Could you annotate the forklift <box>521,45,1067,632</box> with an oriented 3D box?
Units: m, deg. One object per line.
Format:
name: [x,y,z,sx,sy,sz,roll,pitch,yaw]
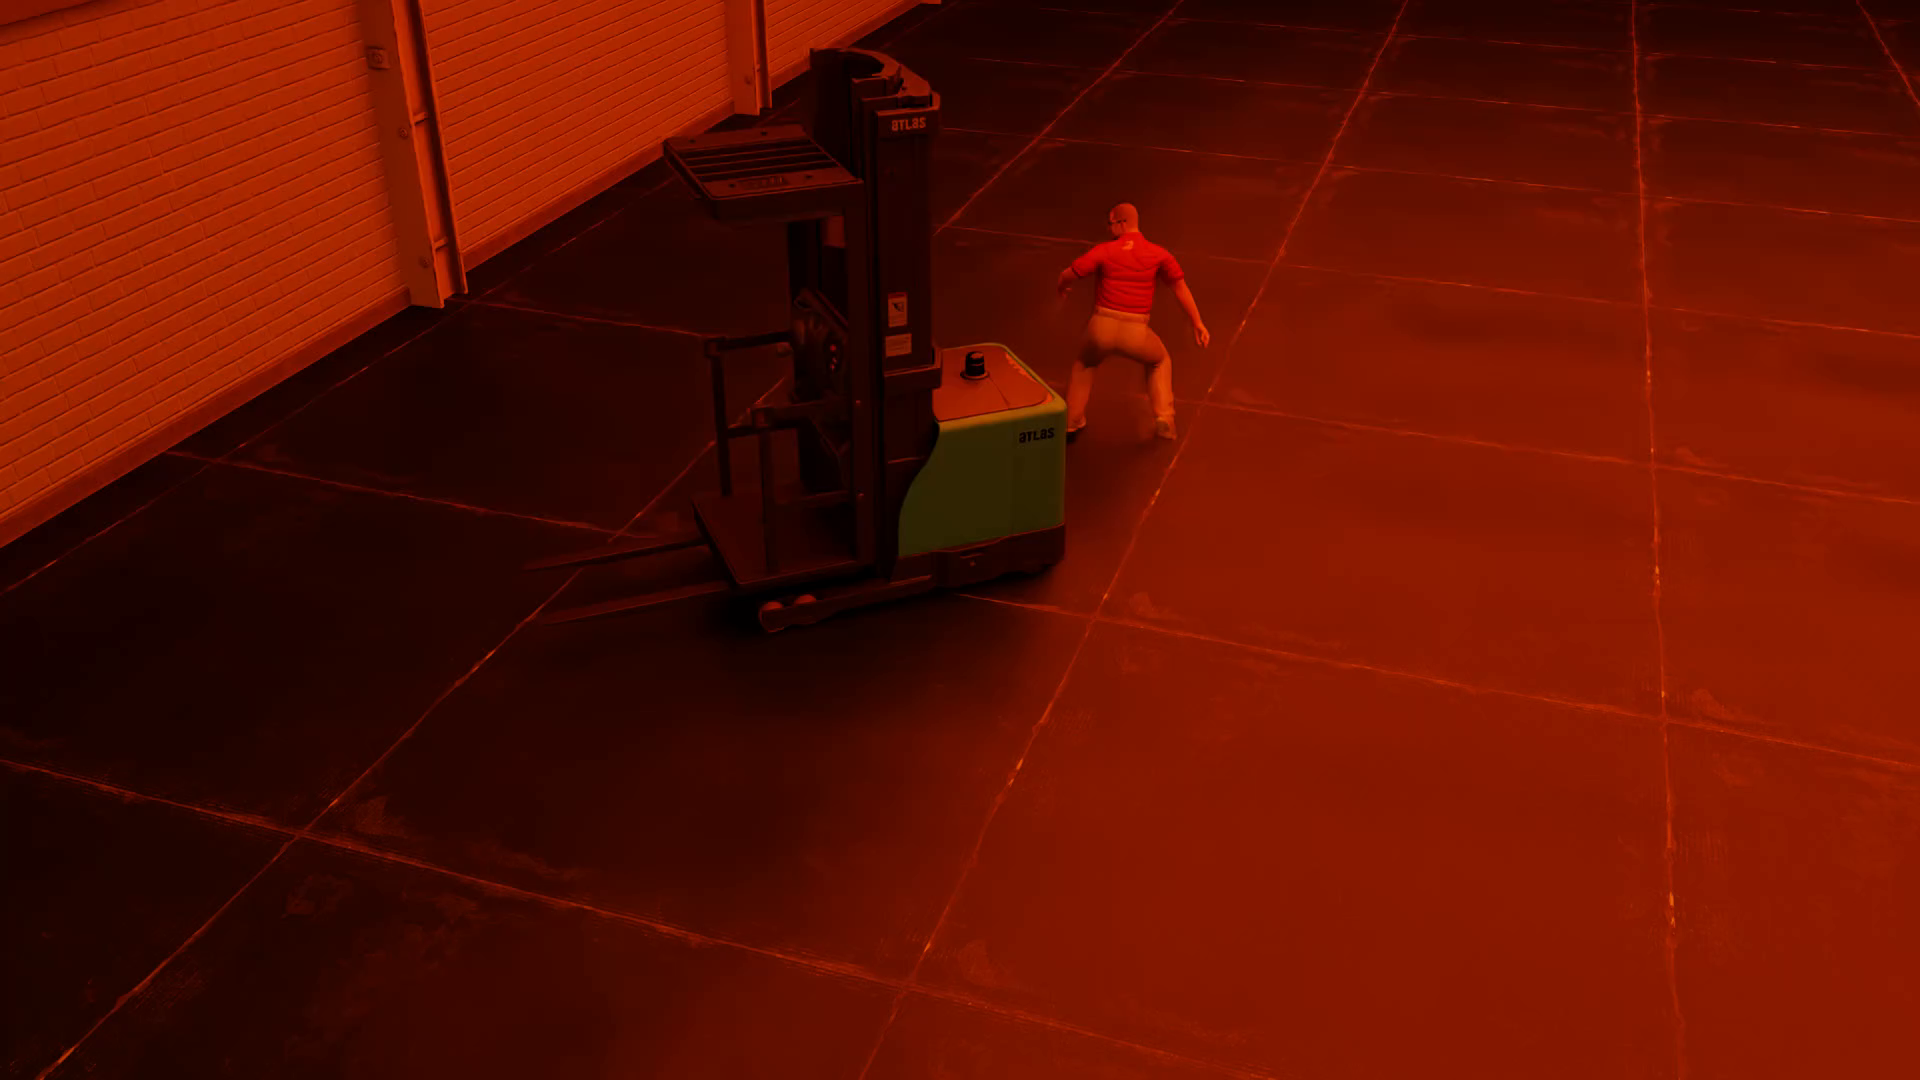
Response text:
forklift: [-0.953,-1.059,8.994,3.031,2.935,1.130,-11,32,-19]

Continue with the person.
person: [1.136,-1.392,11.074,1.028,1.662,0.549,3,30,6]
